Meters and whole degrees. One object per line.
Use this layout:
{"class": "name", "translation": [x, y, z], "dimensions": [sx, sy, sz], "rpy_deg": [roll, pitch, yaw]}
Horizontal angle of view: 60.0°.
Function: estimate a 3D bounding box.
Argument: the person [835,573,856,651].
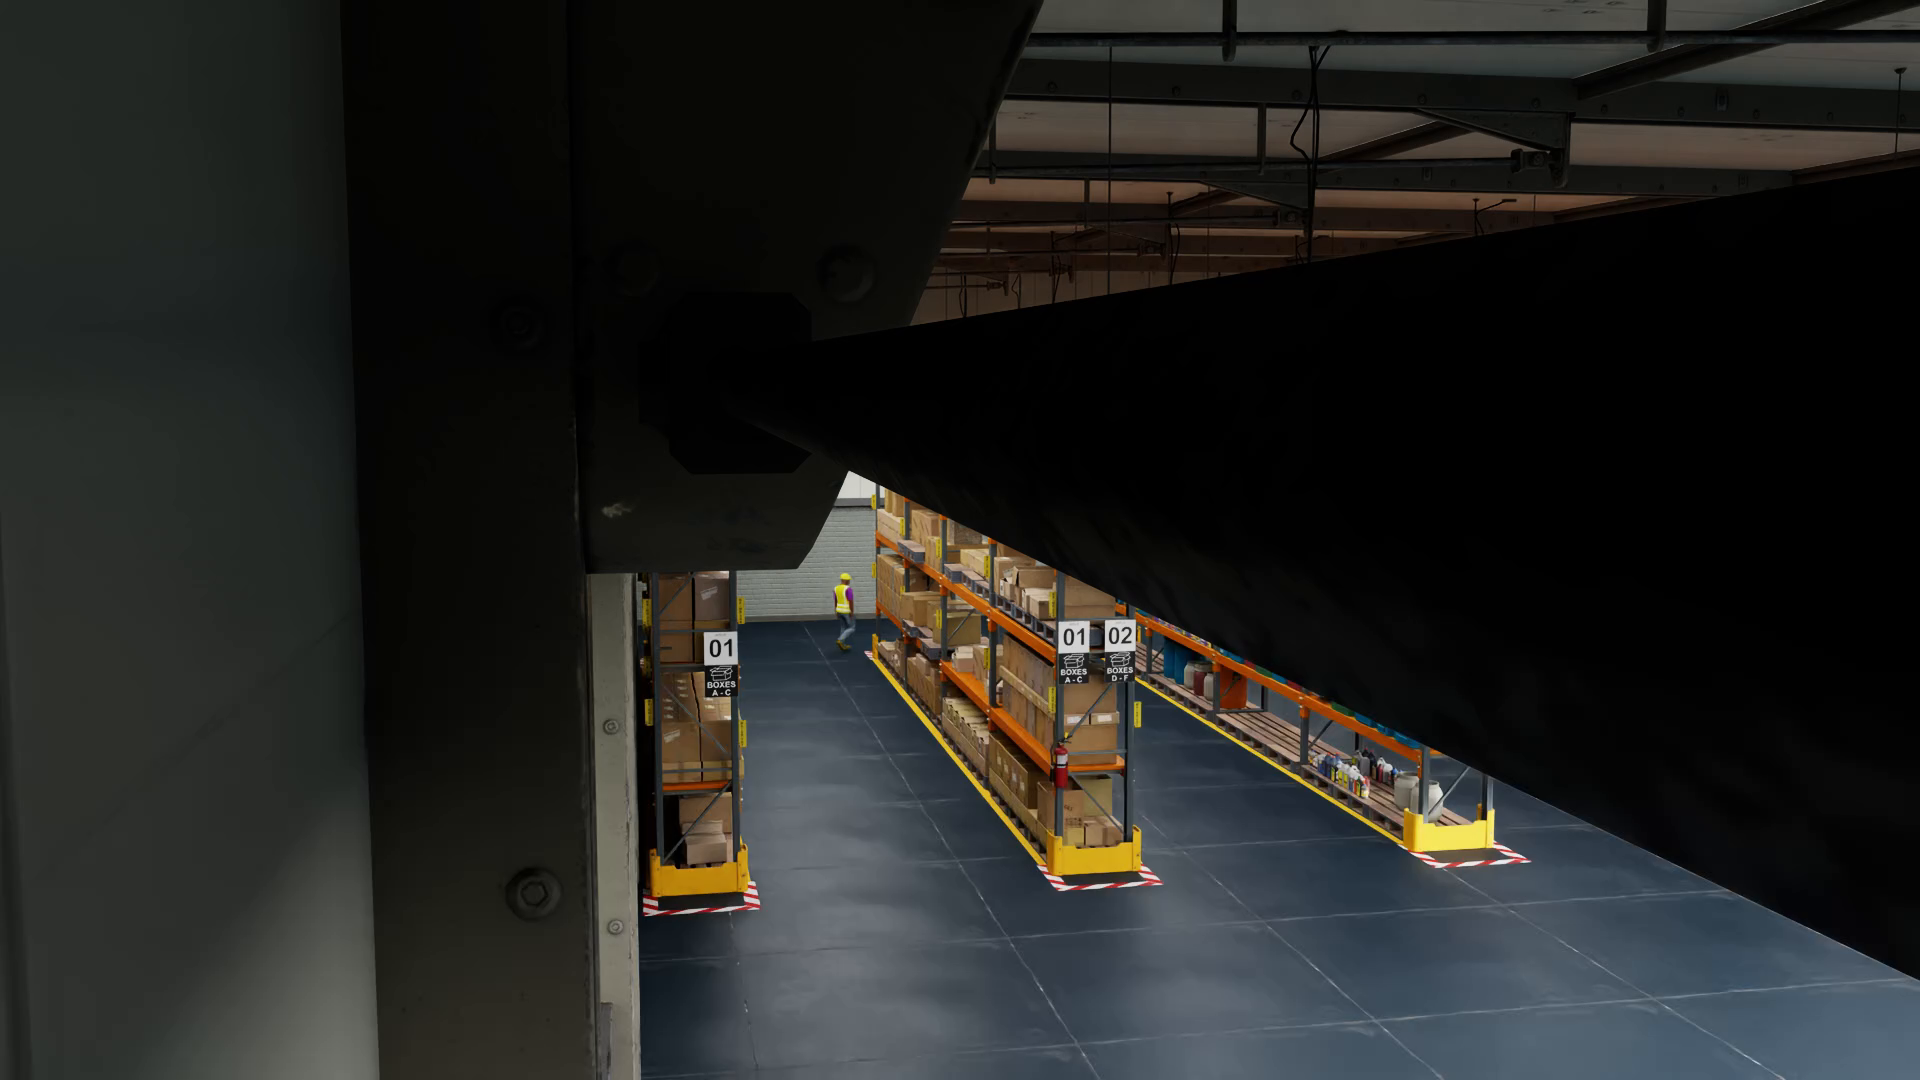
{"class": "person", "translation": [-2.587, 1.618, 37.340], "dimensions": [0.656, 1.761, 0.656], "rpy_deg": [6, 8, 44]}
